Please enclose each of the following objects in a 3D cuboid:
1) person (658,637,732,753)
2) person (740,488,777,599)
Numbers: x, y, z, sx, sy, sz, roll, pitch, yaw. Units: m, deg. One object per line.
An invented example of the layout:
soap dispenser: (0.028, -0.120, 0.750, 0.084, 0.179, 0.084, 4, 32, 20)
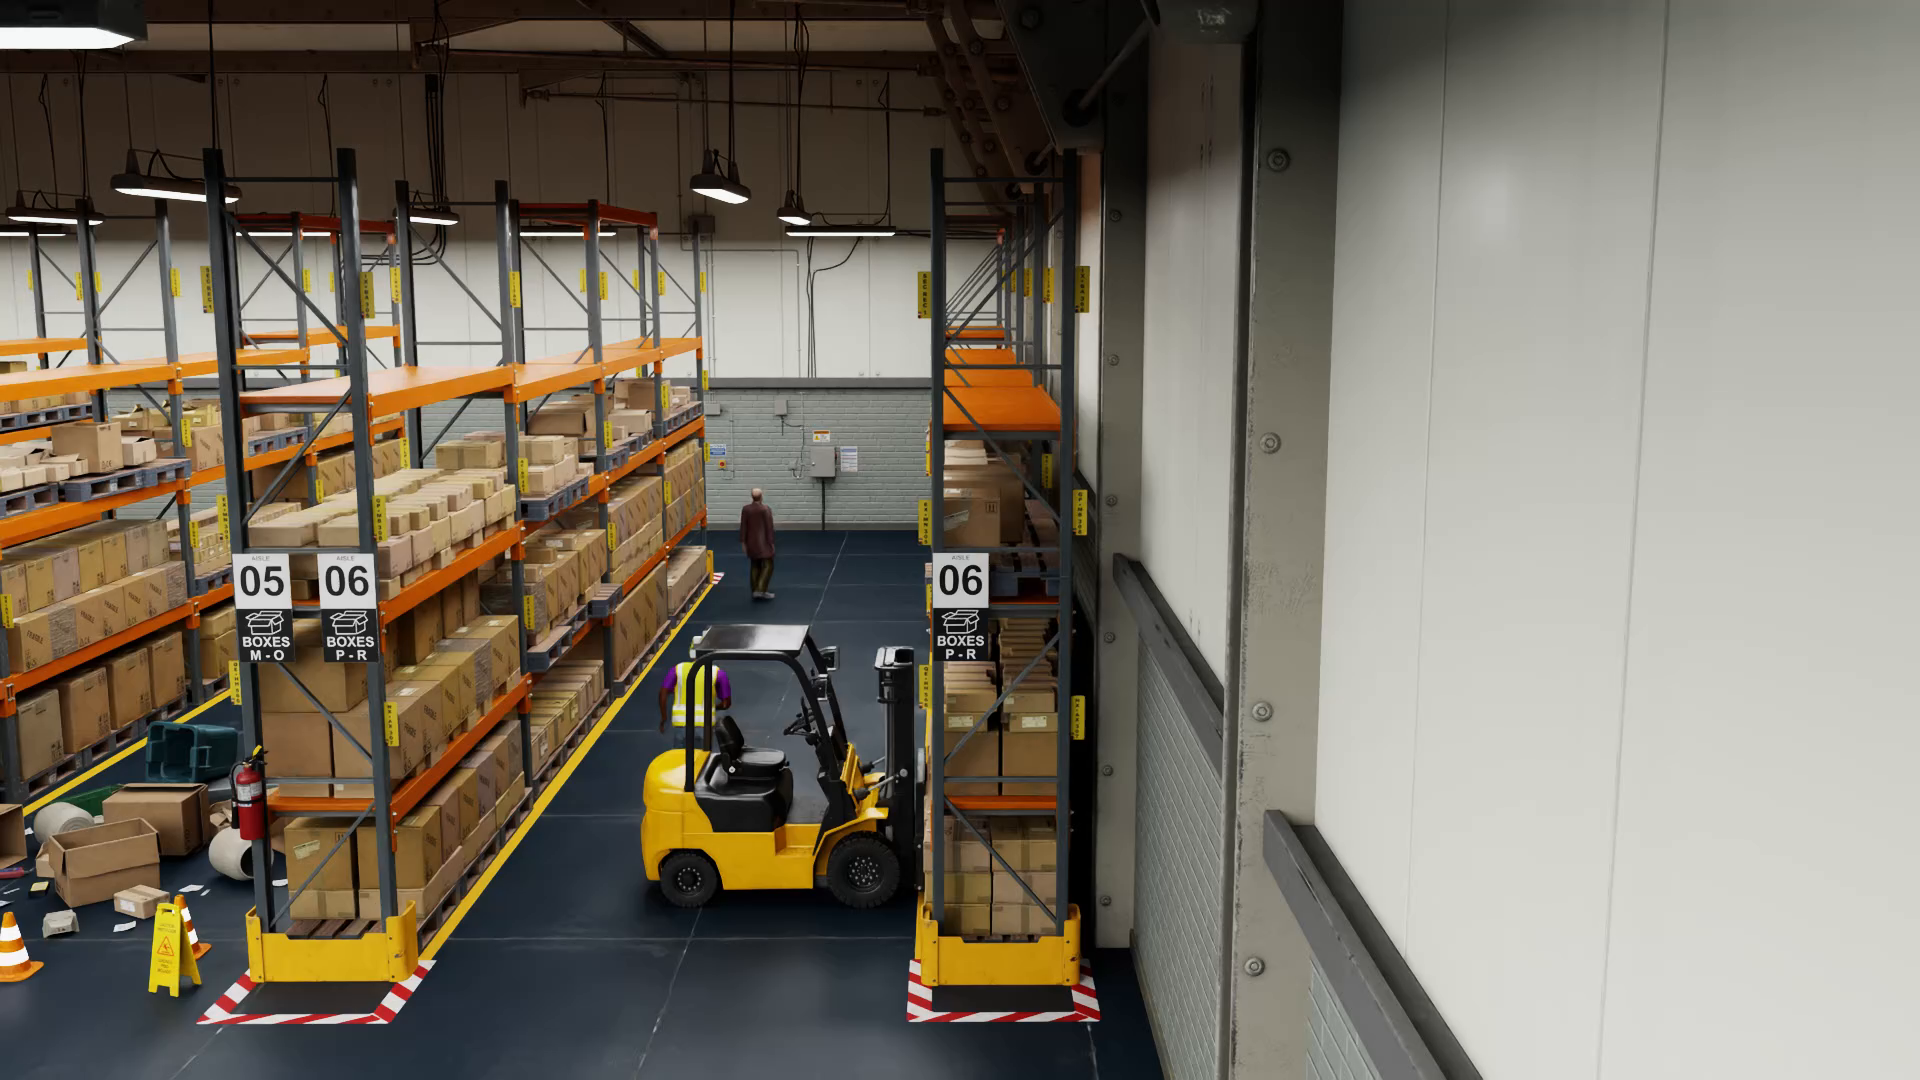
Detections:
person: (-2.573, 1.791, 16.168, 0.705, 1.651, 0.758, 0, 9, 0)
person: (-3.232, 0.053, 26.564, 0.633, 1.778, 0.562, 4, 10, 24)
